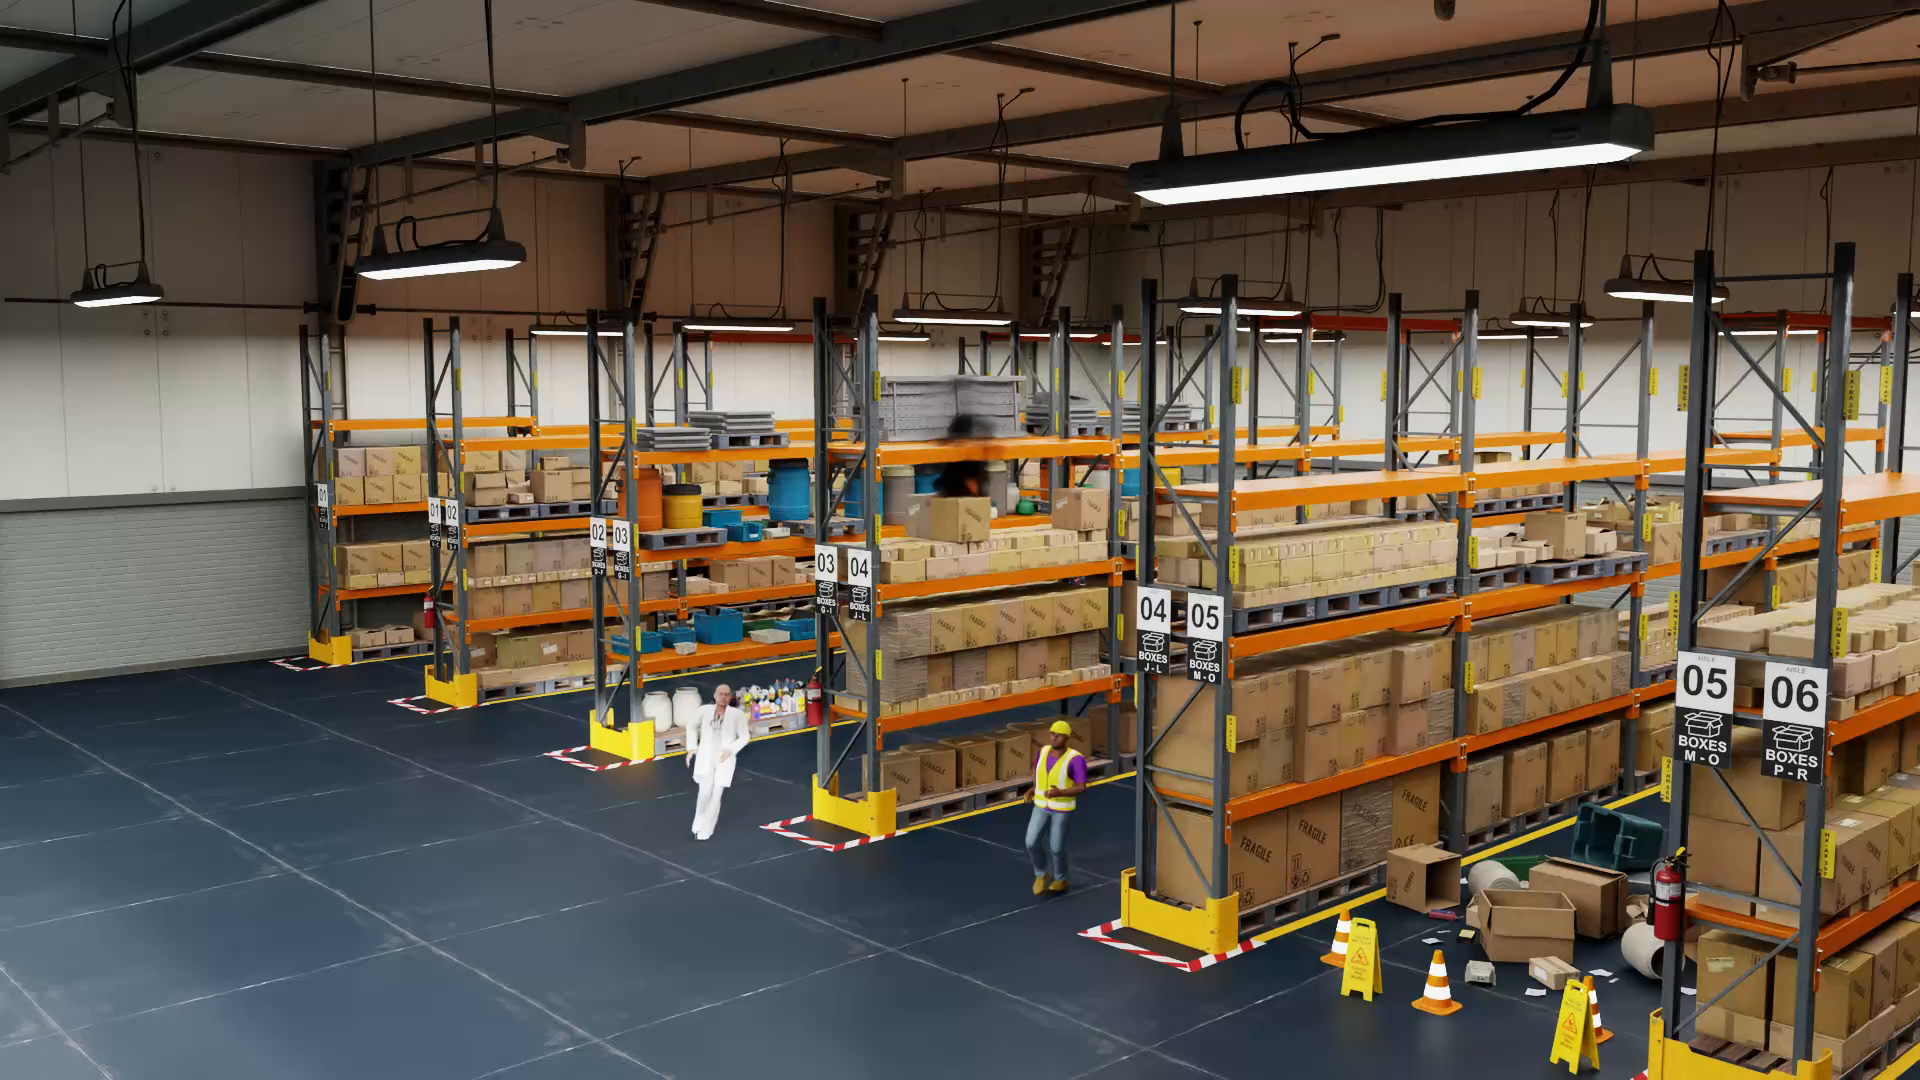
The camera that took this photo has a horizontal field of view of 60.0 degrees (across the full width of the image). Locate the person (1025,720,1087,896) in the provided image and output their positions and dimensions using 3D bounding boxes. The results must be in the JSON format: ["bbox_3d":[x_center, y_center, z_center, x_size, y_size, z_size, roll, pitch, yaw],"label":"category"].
[{"bbox_3d":[0.920,2.648,16.389,0.679,1.755,0.613,3,7,30],"label":"person"}]

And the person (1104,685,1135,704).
[{"bbox_3d":[2.476,1.760,25.299,0.562,1.692,0.872,4,7,37],"label":"person"}]

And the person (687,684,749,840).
[{"bbox_3d":[-2.679,2.456,18.357,0.702,1.720,0.589,0,6,-4],"label":"person"}]
